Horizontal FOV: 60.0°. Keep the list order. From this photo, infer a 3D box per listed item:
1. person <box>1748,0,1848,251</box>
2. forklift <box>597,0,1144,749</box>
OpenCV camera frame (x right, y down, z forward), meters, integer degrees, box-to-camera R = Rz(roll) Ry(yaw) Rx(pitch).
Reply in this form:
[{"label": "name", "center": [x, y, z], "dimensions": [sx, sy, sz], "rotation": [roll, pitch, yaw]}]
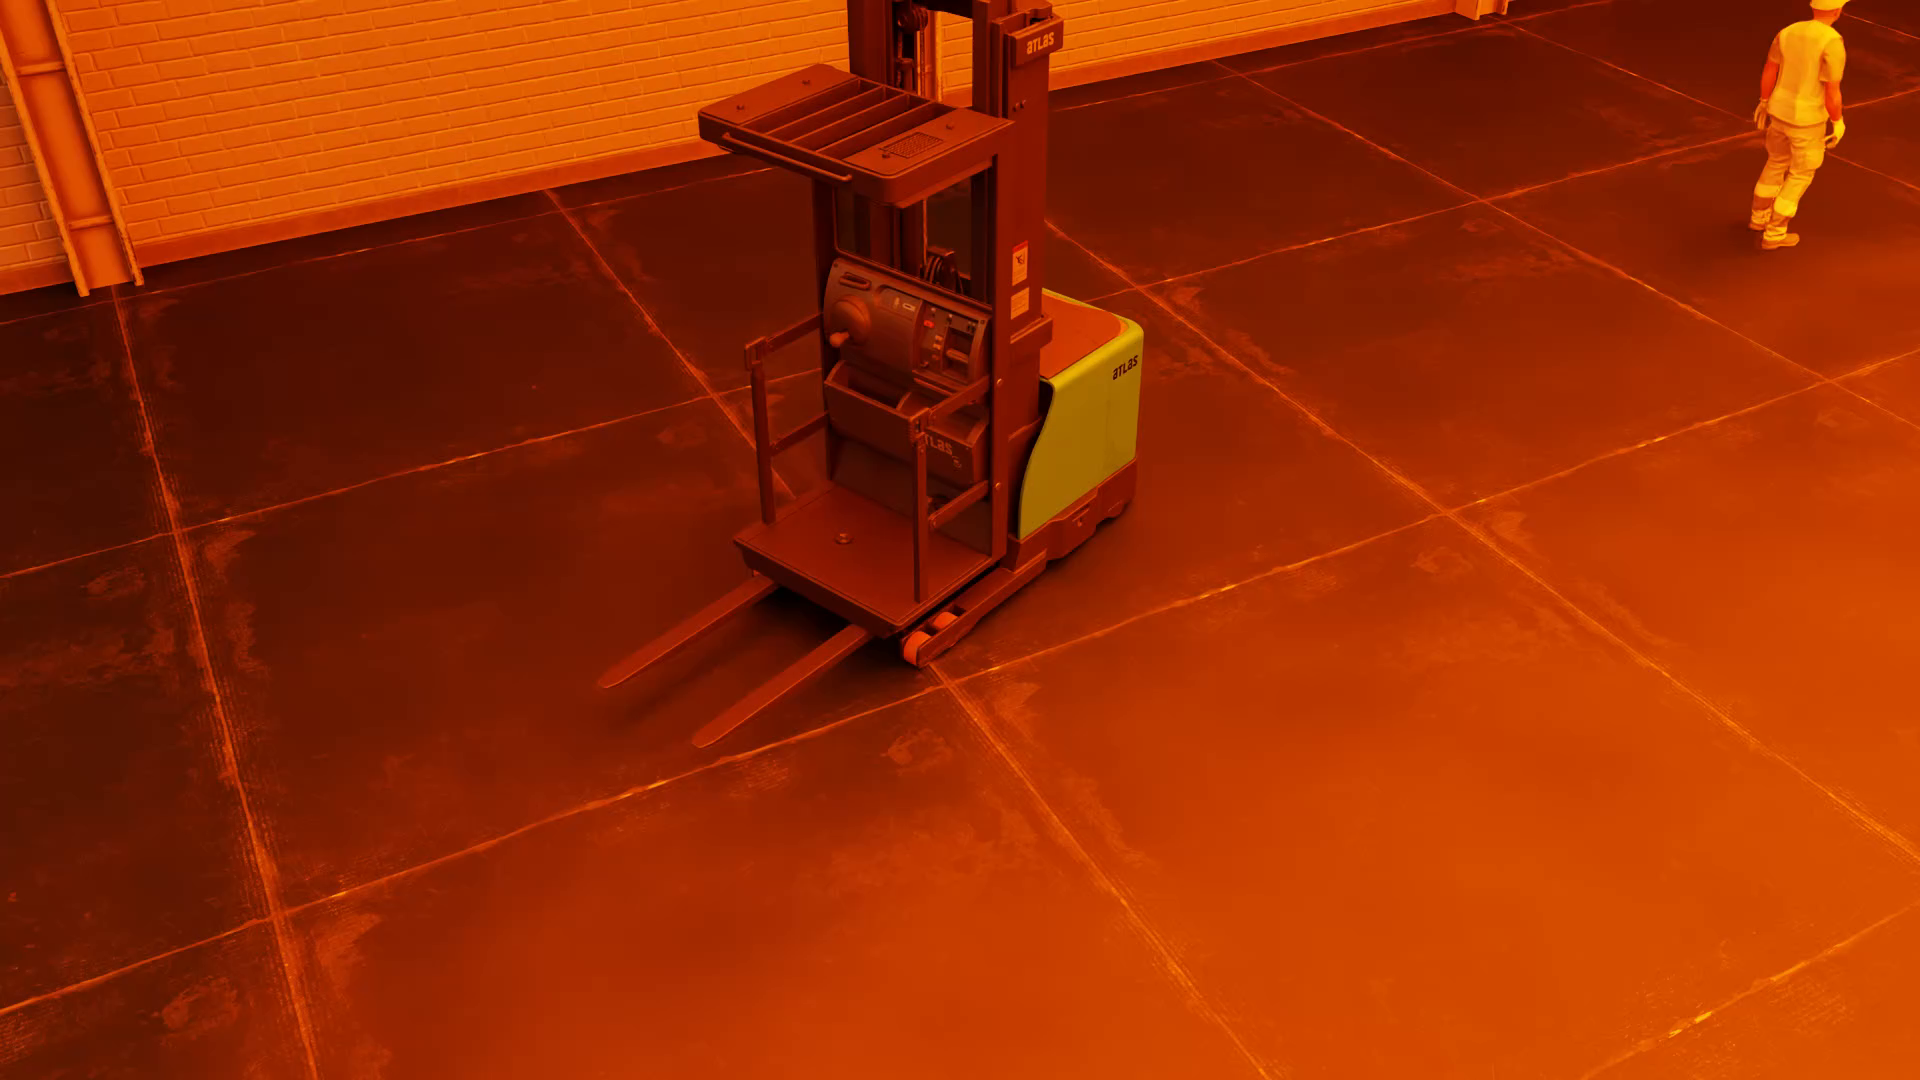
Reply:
[{"label": "person", "center": [5.681, -2.840, 11.160], "dimensions": [0.500, 1.811, 0.631], "rotation": [-14, 37, -19]}, {"label": "forklift", "center": [-0.390, -0.927, 7.434], "dimensions": [1.130, 2.935, 3.031], "rotation": [26, 43, 31]}]
